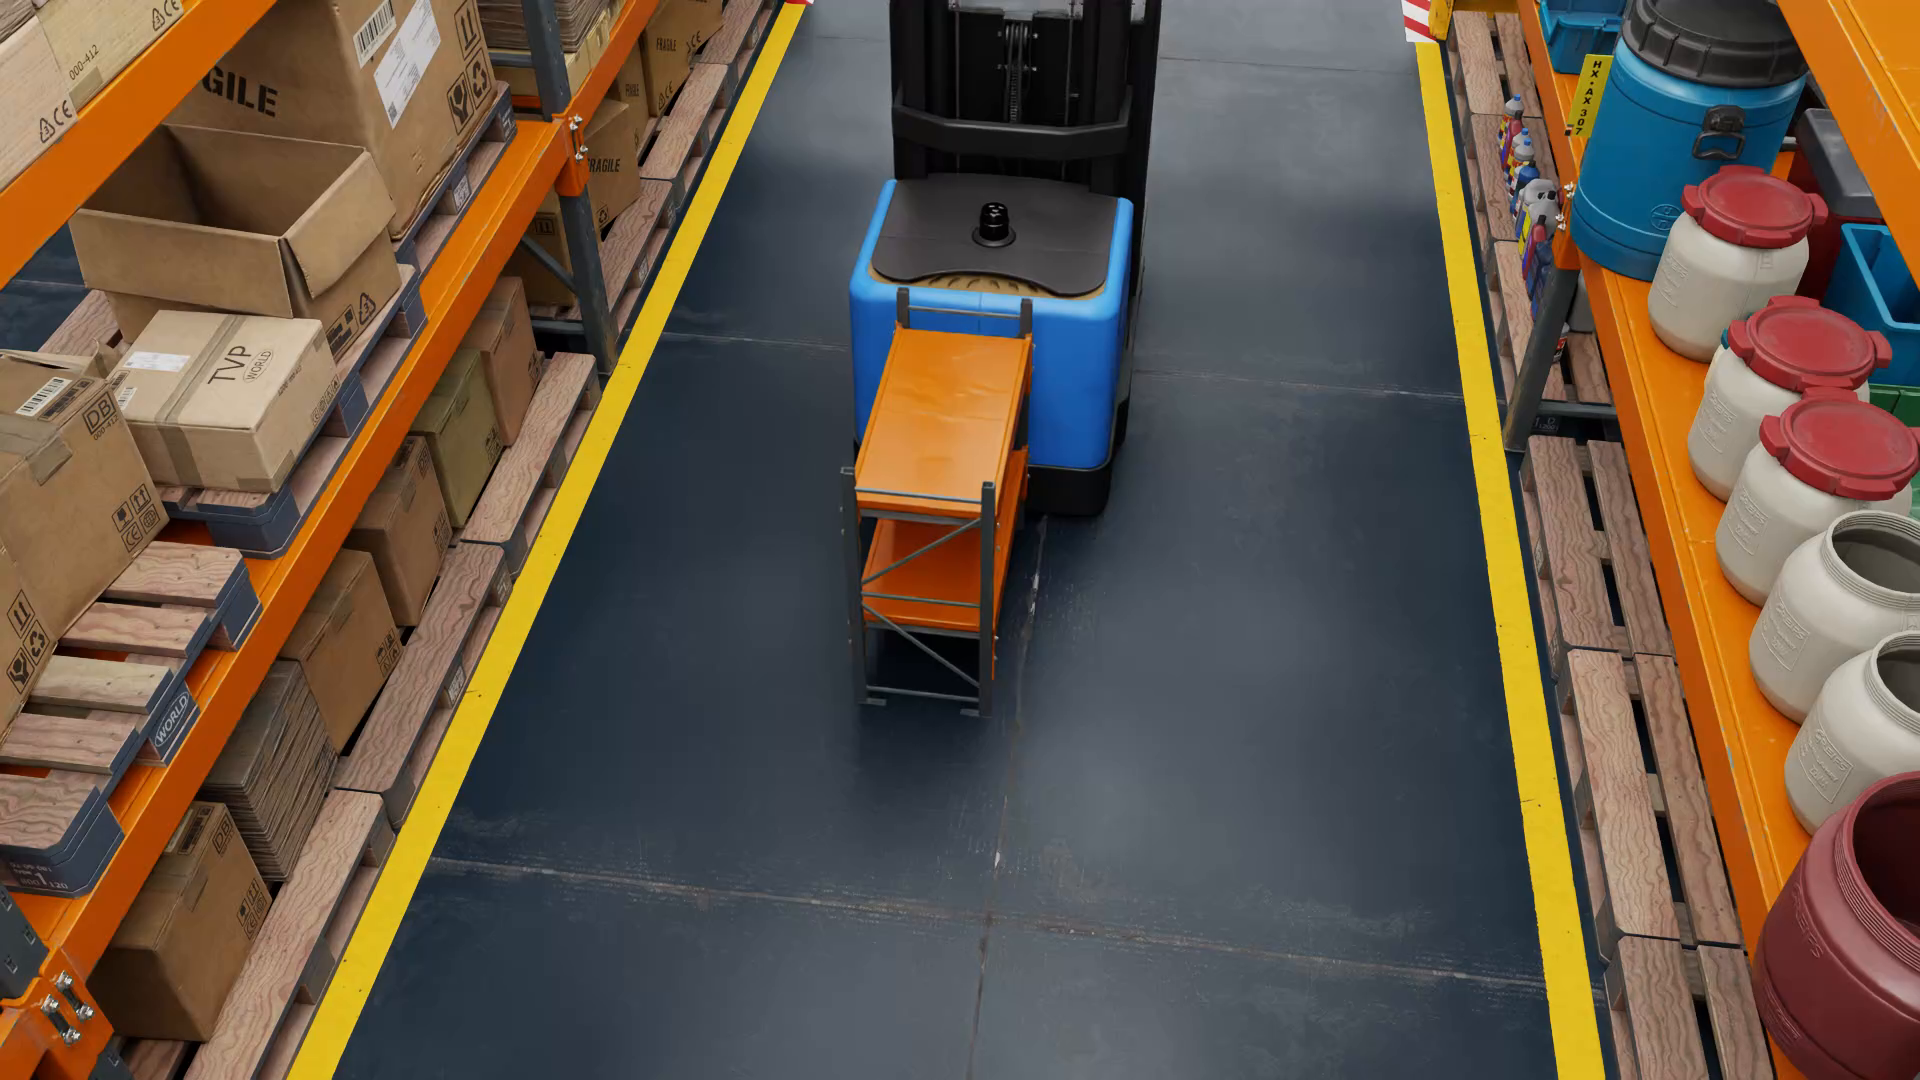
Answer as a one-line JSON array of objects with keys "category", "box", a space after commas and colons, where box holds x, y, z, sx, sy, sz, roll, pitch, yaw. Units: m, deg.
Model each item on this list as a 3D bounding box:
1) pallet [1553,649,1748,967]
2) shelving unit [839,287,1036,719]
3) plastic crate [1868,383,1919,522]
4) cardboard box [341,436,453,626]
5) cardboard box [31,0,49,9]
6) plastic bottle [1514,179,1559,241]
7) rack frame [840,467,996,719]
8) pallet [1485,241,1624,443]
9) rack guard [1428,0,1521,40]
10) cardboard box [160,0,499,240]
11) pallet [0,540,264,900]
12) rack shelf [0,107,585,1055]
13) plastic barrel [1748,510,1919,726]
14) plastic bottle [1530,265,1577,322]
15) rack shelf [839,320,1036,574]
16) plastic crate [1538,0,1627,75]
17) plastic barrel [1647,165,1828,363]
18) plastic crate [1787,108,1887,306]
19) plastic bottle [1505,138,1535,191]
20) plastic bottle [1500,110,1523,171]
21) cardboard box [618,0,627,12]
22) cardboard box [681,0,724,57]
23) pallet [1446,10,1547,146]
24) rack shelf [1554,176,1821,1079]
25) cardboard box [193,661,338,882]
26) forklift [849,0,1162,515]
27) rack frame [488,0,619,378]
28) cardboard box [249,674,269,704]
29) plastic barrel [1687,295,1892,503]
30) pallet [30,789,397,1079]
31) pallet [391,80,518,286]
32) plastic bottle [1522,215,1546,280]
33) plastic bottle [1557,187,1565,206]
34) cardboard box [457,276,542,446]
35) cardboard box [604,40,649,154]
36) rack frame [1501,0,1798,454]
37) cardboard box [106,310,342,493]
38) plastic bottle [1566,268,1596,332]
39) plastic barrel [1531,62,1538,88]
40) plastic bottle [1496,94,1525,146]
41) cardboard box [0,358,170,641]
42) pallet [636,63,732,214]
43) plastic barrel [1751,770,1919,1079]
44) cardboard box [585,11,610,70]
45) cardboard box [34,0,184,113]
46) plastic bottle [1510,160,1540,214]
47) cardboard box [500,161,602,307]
[{"category": "pallet", "box": [2.618, 0.923, 5.622, 1.003, 0.211, 1.213, 5, 44, 6]}, {"category": "shelving unit", "box": [-0.060, -0.138, 6.077, 0.538, 1.125, 1.048, 6, 44, 6]}, {"category": "plastic crate", "box": [2.892, -0.173, 4.905, 0.450, 0.188, 0.662, 5, 44, 6]}, {"category": "cardboard box", "box": [-2.325, -0.043, 6.112, 0.700, 0.500, 0.500, 2, 43, 2]}, {"category": "cardboard box", "box": [-2.149, -1.479, 3.512, 0.500, 0.500, 0.500, 4, 44, 4]}, {"category": "plastic bottle", "box": [2.735, -1.559, 7.876, 0.152, 0.276, 0.135, 6, 44, 6]}, {"category": "rack frame", "box": [-0.135, 0.208, 5.712, 0.500, 1.125, 0.032, 6, 44, 6]}, {"category": "pallet", "box": [2.972, -0.904, 7.551, 1.003, 0.211, 1.213, 5, 44, 6]}, {"category": "rack guard", "box": [3.408, -3.224, 9.792, 1.175, 0.500, 0.348, 5, 44, 6]}, {"category": "cardboard box", "box": [-2.311, -1.754, 5.679, 1.000, 1.000, 1.000, 6, 44, 6]}, {"category": "pallet", "box": [-2.608, 0.388, 4.298, 1.213, 0.211, 1.003, 5, 44, 6]}, {"category": "rack shelf", "box": [-2.332, -0.288, 5.396, 1.077, 0.370, 4.000, 5, 44, 6]}, {"category": "plastic barrel", "box": [2.293, 0.216, 4.259, 0.421, 0.512, 0.421, 0, 43, 0]}, {"category": "plastic bottle", "box": [2.642, -1.125, 7.363, 0.144, 0.351, 0.185, 4, 44, 4]}, {"category": "rack shelf", "box": [-0.060, -0.350, 5.876, 0.538, 0.278, 1.000, 6, 44, 6]}, {"category": "plastic crate", "box": [2.719, -2.187, 6.986, 0.499, 0.251, 0.616, 5, 44, 6]}, {"category": "plastic barrel", "box": [2.498, -0.879, 5.398, 0.433, 0.535, 0.433, 0, 43, 0]}, {"category": "plastic crate", "box": [3.081, -1.128, 5.713, 0.402, 0.464, 0.583, 5, 44, 6]}, {"category": "plastic bottle", "box": [2.764, -1.848, 8.185, 0.097, 0.271, 0.097, 0, 43, 0]}, {"category": "plastic bottle", "box": [2.774, -2.002, 8.338, 0.061, 0.283, 0.133, 6, 44, 6]}, {"category": "cardboard box", "box": [-1.666, -2.454, 7.342, 0.380, 0.149, 0.250, 5, 44, 6]}, {"category": "cardboard box", "box": [-1.683, -3.049, 9.301, 0.500, 0.500, 0.500, 16, 46, 16]}, {"category": "pallet", "box": [3.295, -2.566, 9.307, 1.003, 0.211, 1.213, 5, 44, 6]}, {"category": "rack shelf", "box": [2.578, 0.162, 4.920, 1.077, 0.370, 4.000, 5, 44, 6]}, {"category": "cardboard box", "box": [-2.467, 0.724, 5.302, 0.700, 0.500, 0.500, 2, 43, 2]}, {"category": "forklift", "box": [0.296, -2.184, 6.925, 1.130, 2.935, 3.031, 6, 44, 6]}, {"category": "rack frame", "box": [-2.067, -1.912, 6.588, 1.000, 3.000, 0.127, 5, 44, 6]}, {"category": "cardboard box", "box": [-2.477, 0.468, 5.027, 0.500, 0.250, 0.500, 10, 44, 10]}, {"category": "plastic barrel", "box": [2.401, -0.379, 4.870, 0.433, 0.535, 0.433, 0, 43, 0]}, {"category": "pallet", "box": [-2.491, 1.294, 5.230, 1.003, 0.211, 1.213, 5, 44, 6]}, {"category": "pallet", "box": [-2.313, -1.335, 6.118, 1.003, 0.211, 1.213, 5, 44, 6]}, {"category": "plastic bottle", "box": [2.647, -1.346, 7.646, 0.061, 0.283, 0.133, 8, 44, 8]}, {"category": "plastic bottle", "box": [2.841, -1.553, 7.864, 0.061, 0.283, 0.133, 5, 44, 6]}, {"category": "cardboard box", "box": [-2.170, -0.748, 6.856, 0.700, 0.500, 0.500, 2, 43, 2]}, {"category": "cardboard box", "box": [-1.902, -2.247, 8.455, 0.500, 0.500, 0.500, 2, 43, 2]}, {"category": "rack frame", "box": [2.842, -1.462, 6.113, 1.000, 3.000, 0.127, 5, 44, 6]}, {"category": "cardboard box", "box": [-2.147, -0.406, 4.800, 0.500, 0.250, 0.500, 4, 44, 4]}, {"category": "plastic bottle", "box": [2.784, -1.112, 7.349, 0.144, 0.351, 0.185, 5, 44, 6]}, {"category": "plastic barrel", "box": [3.293, -2.640, 8.861, 0.421, 0.512, 0.421, 0, 43, 0]}, {"category": "plastic bottle", "box": [2.822, -2.150, 8.503, 0.097, 0.271, 0.097, 0, 43, 0]}, {"category": "cardboard box", "box": [-2.590, -0.136, 4.334, 0.700, 0.500, 0.500, 11, 45, 12]}, {"category": "pallet", "box": [-1.855, -2.195, 8.914, 1.003, 0.211, 1.213, 5, 44, 6]}, {"category": "plastic barrel", "box": [2.074, 0.871, 3.550, 0.600, 0.536, 0.708, 5, 44, 6]}, {"category": "cardboard box", "box": [-1.695, -2.110, 6.979, 0.380, 0.149, 0.250, 5, 44, 6]}, {"category": "cardboard box", "box": [-2.155, -1.219, 3.783, 0.500, 0.250, 0.500, 6, 44, 6]}, {"category": "plastic bottle", "box": [2.737, -1.710, 8.039, 0.097, 0.271, 0.097, 0, 43, 0]}, {"category": "cardboard box", "box": [-1.975, -1.426, 7.587, 0.500, 0.500, 0.500, 4, 44, 4]}]
